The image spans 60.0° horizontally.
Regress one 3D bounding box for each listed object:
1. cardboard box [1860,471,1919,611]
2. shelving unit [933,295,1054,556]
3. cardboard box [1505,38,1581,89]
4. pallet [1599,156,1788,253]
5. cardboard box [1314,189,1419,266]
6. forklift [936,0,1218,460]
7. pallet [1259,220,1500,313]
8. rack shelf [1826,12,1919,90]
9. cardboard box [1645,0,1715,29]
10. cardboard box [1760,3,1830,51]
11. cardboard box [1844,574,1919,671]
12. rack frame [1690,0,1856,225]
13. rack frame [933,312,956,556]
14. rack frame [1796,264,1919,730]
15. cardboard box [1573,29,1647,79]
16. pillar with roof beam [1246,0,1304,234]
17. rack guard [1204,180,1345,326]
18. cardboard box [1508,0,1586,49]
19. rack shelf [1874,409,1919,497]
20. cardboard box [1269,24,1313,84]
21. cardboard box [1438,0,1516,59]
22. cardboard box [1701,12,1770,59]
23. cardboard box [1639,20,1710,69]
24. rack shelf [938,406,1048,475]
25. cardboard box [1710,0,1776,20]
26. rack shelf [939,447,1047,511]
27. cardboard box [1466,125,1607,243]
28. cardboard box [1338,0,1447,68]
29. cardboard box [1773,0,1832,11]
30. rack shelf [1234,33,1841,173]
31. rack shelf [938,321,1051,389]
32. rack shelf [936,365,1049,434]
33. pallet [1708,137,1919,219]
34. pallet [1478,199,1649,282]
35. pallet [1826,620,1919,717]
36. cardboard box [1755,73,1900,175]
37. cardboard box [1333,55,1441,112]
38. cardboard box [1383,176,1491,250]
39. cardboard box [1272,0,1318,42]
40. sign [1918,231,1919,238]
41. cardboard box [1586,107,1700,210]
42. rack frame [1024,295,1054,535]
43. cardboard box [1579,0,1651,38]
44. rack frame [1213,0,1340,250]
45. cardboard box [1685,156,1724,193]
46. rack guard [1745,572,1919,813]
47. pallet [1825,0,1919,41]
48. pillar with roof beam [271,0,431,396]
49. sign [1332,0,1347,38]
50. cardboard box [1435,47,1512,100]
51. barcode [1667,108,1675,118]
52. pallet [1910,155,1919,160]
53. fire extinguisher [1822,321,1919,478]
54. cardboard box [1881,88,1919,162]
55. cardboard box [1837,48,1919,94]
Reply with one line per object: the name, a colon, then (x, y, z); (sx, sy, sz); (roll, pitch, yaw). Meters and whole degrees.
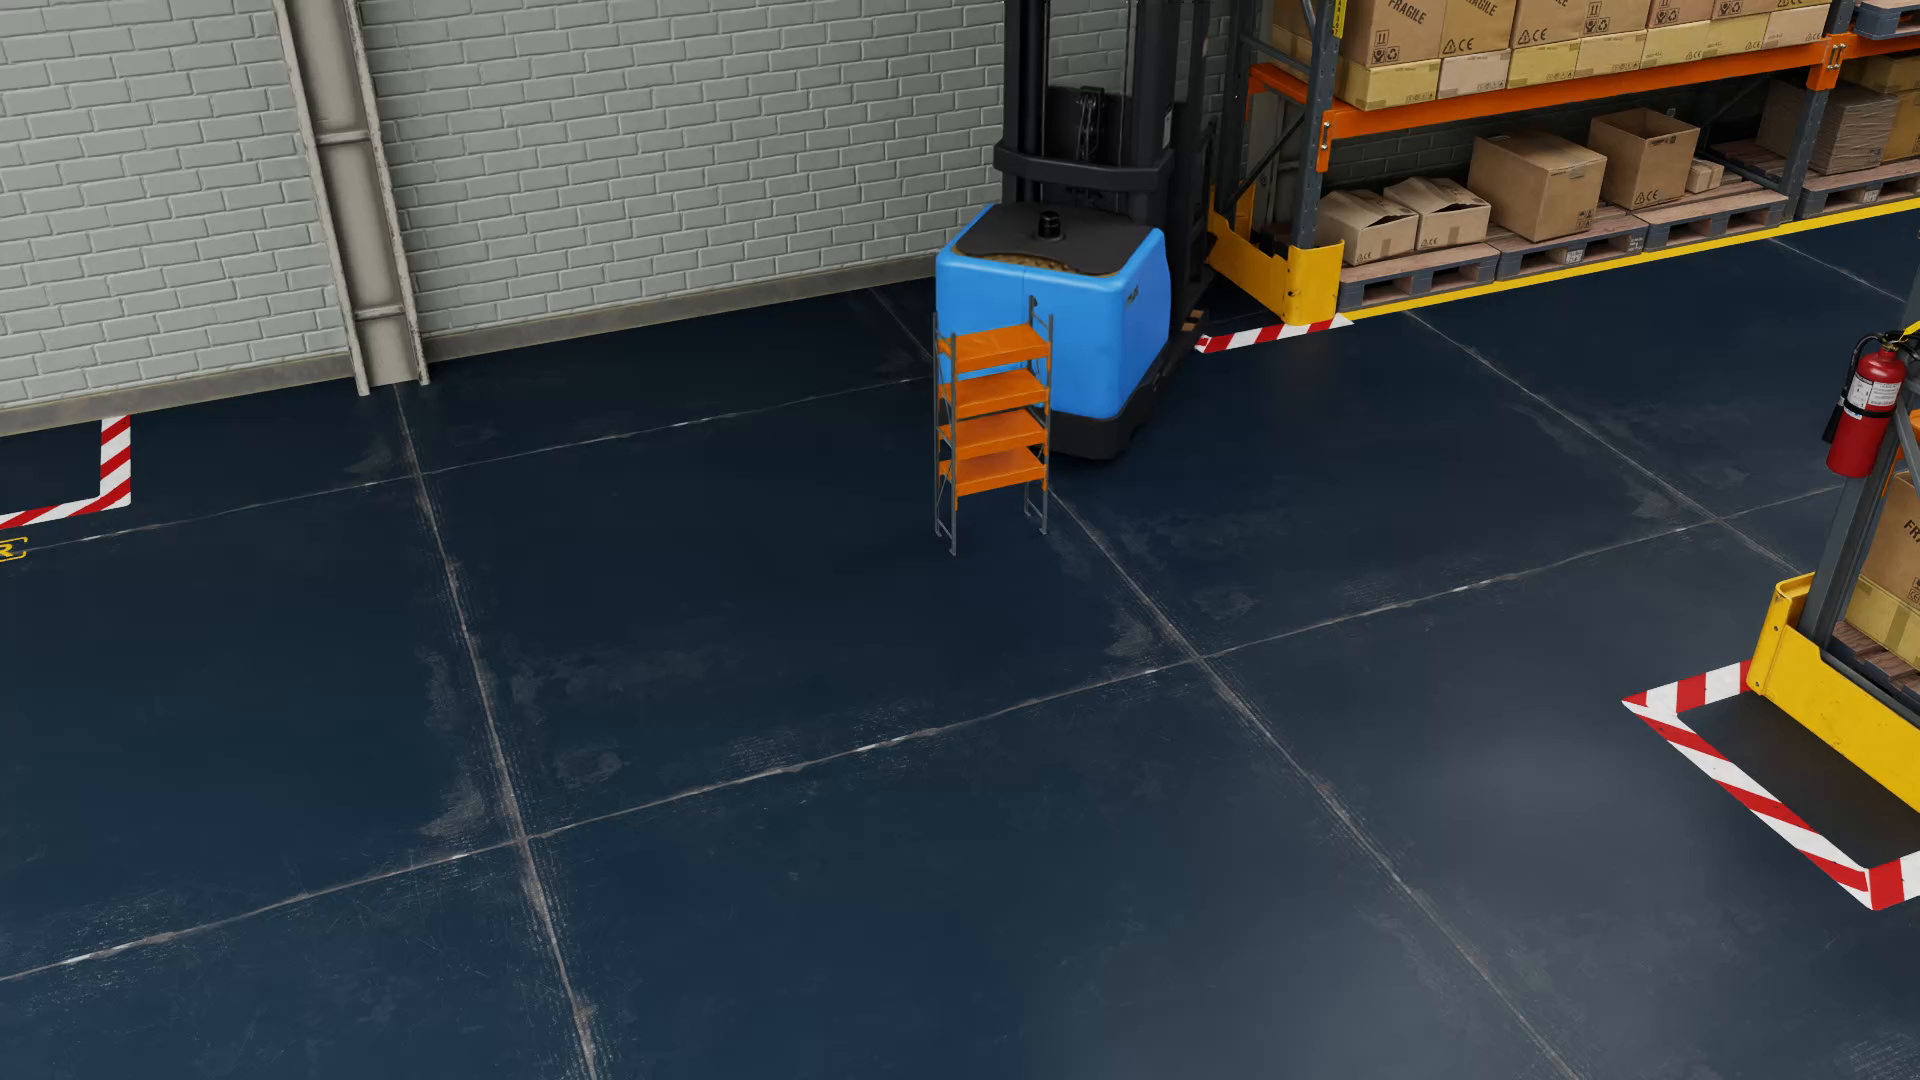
cardboard box: (4.210, 0.006, 6.940); (0.500, 0.500, 0.500); (-13, 35, -19)
shelving unit: (0.153, -0.538, 7.976); (0.503, 1.200, 0.258); (-13, 35, -19)
cardboard box: (3.428, -2.994, 10.221); (0.500, 0.250, 0.500); (-13, 35, -20)
pallet: (4.993, -2.400, 11.745); (1.213, 0.211, 1.003); (-13, 35, -19)
cardboard box: (2.583, -2.042, 10.700); (0.500, 0.311, 0.500); (-17, 37, -24)
forklift: (0.877, -2.445, 9.321); (1.130, 2.935, 3.031); (12, 35, 18)
pallet: (2.743, -1.885, 10.953); (1.213, 0.211, 1.003); (-13, 35, -19)
rack shelf: (7.442, -3.849, 12.075); (4.000, 0.370, 1.077); (-13, 35, -19)
cardboard box: (4.355, -3.524, 10.347); (0.500, 0.500, 0.500); (-14, 36, -20)
cardboard box: (5.279, -3.422, 10.877); (0.500, 0.250, 0.500); (-13, 35, -19)
cardboard box: (4.211, 0.321, 7.142); (0.500, 0.250, 0.500); (-13, 35, -19)
rack frame: (5.598, -3.728, 11.230); (0.127, 3.000, 1.000); (-13, 35, -19)
rack frame: (-0.072, -0.486, 7.897); (0.015, 1.200, 0.240); (-13, 35, -19)
rack frame: (3.831, -0.394, 6.105); (0.127, 3.000, 1.000); (-13, 35, -19)
cardboard box: (3.895, -3.100, 10.383); (0.500, 0.250, 0.500); (-13, 35, -19)
pillar with roof beam: (3.887, -3.816, 5.864); (0.400, 9.000, 9.100); (-13, 35, -19)
rack guard: (1.980, -1.852, 10.638); (0.348, 0.500, 1.175); (-13, 35, -19)
cardboard box: (3.405, -3.299, 10.001); (0.500, 0.500, 0.500); (-14, 36, -20)
rack shelf: (5.675, -0.514, 6.950); (4.000, 0.370, 1.077); (-13, 35, -19)
cardboard box: (2.266, -3.026, 10.269); (0.500, 0.250, 0.500); (-12, 35, -18)
cardboard box: (2.926, -3.193, 9.838); (0.500, 0.500, 0.500); (-13, 35, -19)
cardboard box: (4.816, -3.320, 10.722); (0.500, 0.250, 0.500); (-13, 35, -19)
cardboard box: (4.358, -3.207, 10.547); (0.500, 0.250, 0.500); (-13, 35, -19)
rack shelf: (0.153, -0.481, 8.013); (0.480, 0.148, 0.258); (-13, 35, -19)
cardboard box: (4.824, -3.625, 10.502); (0.500, 0.500, 0.500); (-13, 35, -19)
rack shelf: (0.153, -0.315, 8.121); (0.480, 0.148, 0.258); (-13, 35, -19)
cardboard box: (3.804, -2.372, 11.033); (0.500, 0.500, 0.700); (-15, 36, -22)
cardboard box: (2.466, -3.093, 9.685); (0.500, 0.500, 0.500); (-13, 35, -19)
cardboard box: (5.282, -3.733, 10.668); (0.500, 0.500, 0.500); (-13, 35, -19)
rack shelf: (3.754, -3.005, 10.777); (4.000, 0.370, 1.077); (-13, 35, -19)
rack shelf: (0.153, -0.867, 7.762); (0.480, 0.148, 0.258); (-13, 35, -19)
rack shelf: (0.153, -0.669, 7.891); (0.480, 0.148, 0.258); (-13, 35, -19)
pallet: (6.315, -2.725, 12.244); (1.213, 0.211, 1.003); (-13, 35, -19)
pallet: (3.866, -2.140, 11.346); (1.213, 0.211, 1.003); (-13, 35, -19)
pallet: (4.520, 0.593, 7.146); (1.213, 0.211, 1.003); (-13, 35, -19)
cardboard box: (6.270, -3.029, 12.043); (0.500, 0.500, 0.700); (-12, 35, -17)
cardboard box: (2.483, -2.773, 9.880); (0.500, 0.250, 0.500); (-14, 36, -20)
cardboard box: (3.108, -2.162, 10.885); (0.500, 0.311, 0.500); (-10, 34, -15)
cardboard box: (2.262, -3.350, 10.080); (0.500, 0.500, 0.500); (-13, 35, -19)
sign: (3.634, -1.254, 6.148); (0.005, 0.325, 0.100); (-13, 35, -19)
cardboard box: (4.657, -2.626, 11.424); (0.500, 0.500, 0.500); (-16, 36, -22)
rack frame: (0.378, -0.589, 8.056); (0.015, 1.200, 0.240); (-13, 35, -19)
cardboard box: (3.876, -3.414, 10.178); (0.500, 0.500, 0.500); (-12, 35, -17)
rack frame: (1.910, -2.884, 9.932); (0.127, 3.000, 1.000); (-13, 35, -19)
cardboard box: (5.116, -2.597, 11.686); (0.250, 0.166, 0.380); (-18, 37, -25)
rack guard: (3.809, 0.659, 6.779); (0.348, 0.500, 1.175); (-13, 35, -19)
pallet: (6.359, -3.736, 11.418); (1.213, 0.211, 1.003); (-13, 35, -19)
pillar with roof beam: (-1.645, -2.550, 3.917); (0.400, 9.000, 9.100); (-13, 35, -19)
sign: (2.120, -2.974, 9.277); (0.005, 0.325, 0.100); (-13, 35, -19)
cardboard box: (2.956, -2.890, 10.060); (0.500, 0.250, 0.500); (-14, 36, -20)
barcode: (5.007, -3.006, 11.715); (0.075, 0.075, 0.001); (-13, 35, -19)
pallet: (7.442, -2.984, 12.643); (1.213, 0.211, 1.003); (-13, 35, -19)
fire extinguisher: (3.542, -0.570, 6.446); (0.183, 0.674, 0.296); (-13, 35, -19)
cardboard box: (6.727, -3.163, 12.250); (0.500, 0.500, 0.700); (-14, 35, -20)
cardboard box: (6.675, -3.438, 11.984); (0.500, 0.250, 0.500); (-14, 35, -20)
